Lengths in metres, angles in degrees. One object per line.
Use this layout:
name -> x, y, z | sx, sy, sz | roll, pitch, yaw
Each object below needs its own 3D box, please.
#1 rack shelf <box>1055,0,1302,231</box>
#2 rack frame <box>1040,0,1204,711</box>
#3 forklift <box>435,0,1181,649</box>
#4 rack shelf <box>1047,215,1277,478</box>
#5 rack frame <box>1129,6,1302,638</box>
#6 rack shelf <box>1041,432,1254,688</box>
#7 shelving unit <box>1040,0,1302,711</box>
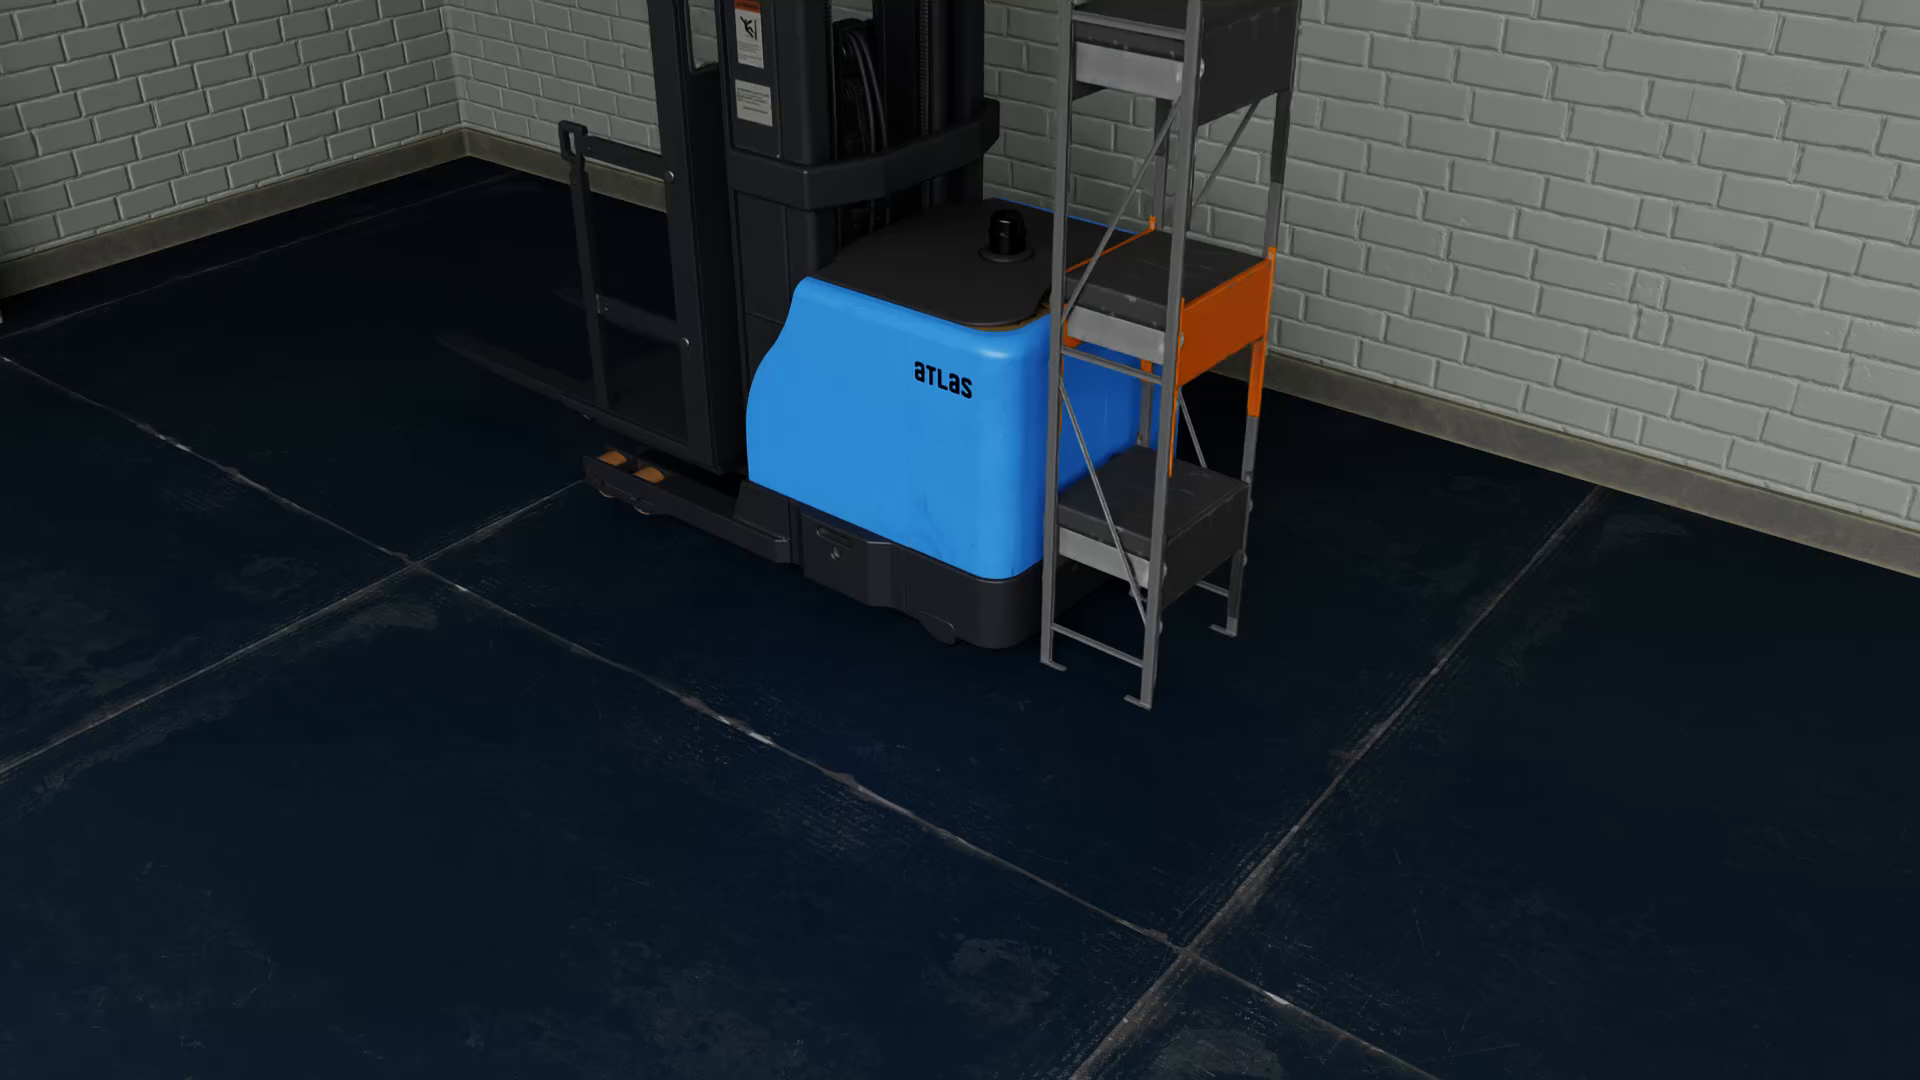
rack shelf -> 0.560, -1.154, 4.292 | 0.431, 0.518, 0.480 | 22, 37, 33
rack frame -> 0.407, -0.467, 4.478 | 0.400, 2.100, 0.015 | 22, 37, 33
forklift -> -0.727, -1.538, 5.470 | 3.031, 2.935, 1.130 | 22, 37, 33
rack shelf -> 0.560, -0.552, 4.649 | 0.431, 0.518, 0.480 | 22, 37, 33
rack frame -> 0.713, -0.661, 4.805 | 0.400, 2.100, 0.015 | 22, 37, 33
rack shelf -> 0.560, 0.050, 5.006 | 0.431, 0.518, 0.480 | 22, 37, 33
shelving unit -> 0.560, -0.564, 4.642 | 0.431, 2.100, 0.503 | 22, 37, 33
